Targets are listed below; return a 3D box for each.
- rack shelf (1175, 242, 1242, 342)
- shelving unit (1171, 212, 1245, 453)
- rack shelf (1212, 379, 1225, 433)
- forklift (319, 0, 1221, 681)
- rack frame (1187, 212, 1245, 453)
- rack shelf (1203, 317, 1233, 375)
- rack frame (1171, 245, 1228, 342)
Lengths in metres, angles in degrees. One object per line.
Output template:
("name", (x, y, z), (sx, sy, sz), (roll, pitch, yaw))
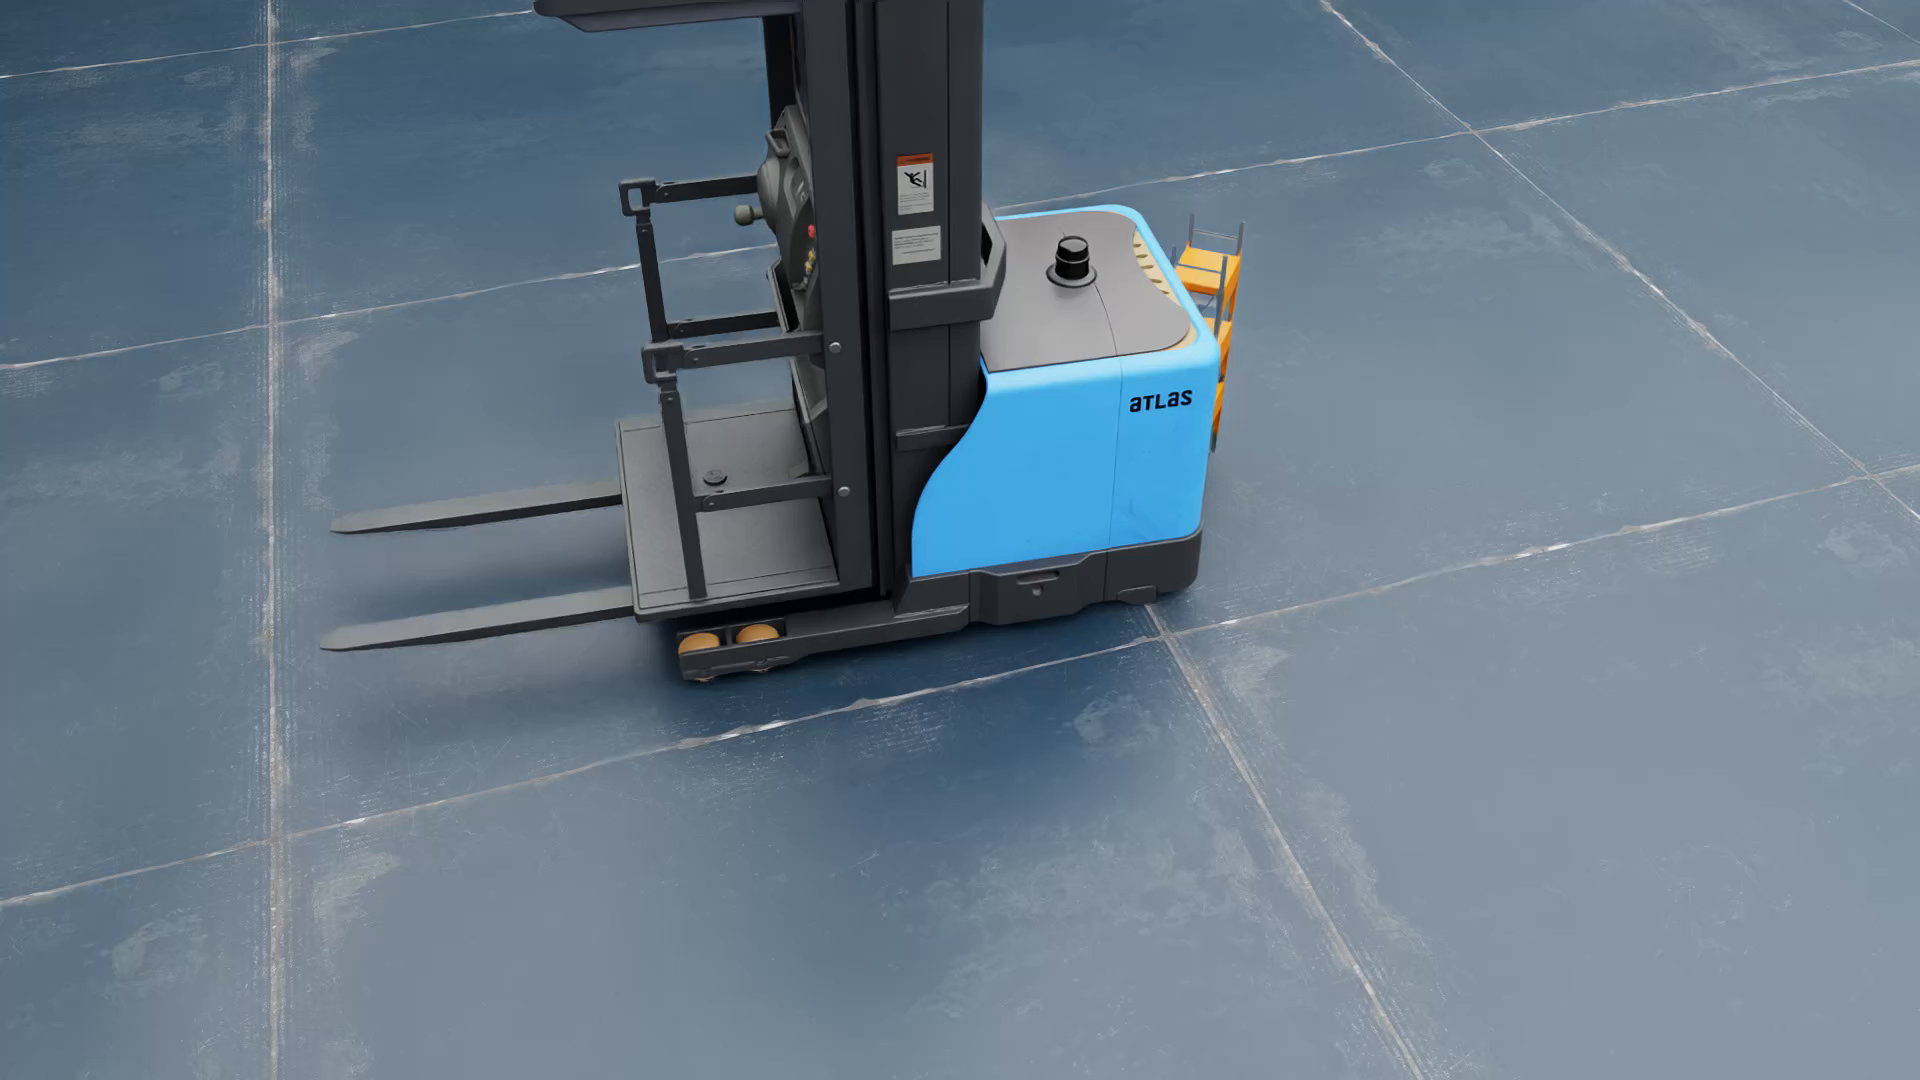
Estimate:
("rack shelf", (0.883, -0.897, 6.063), (0.215, 0.259, 0.240), (14, 43, 16))
("shelving unit", (0.883, -0.692, 6.243), (0.215, 1.050, 0.252), (14, 43, 16))
("rack shelf", (0.883, -0.475, 6.433), (0.215, 0.259, 0.240), (14, 43, 16))
("forklift", (-0.714, -1.006, 5.173), (3.031, 2.935, 1.130), (-8, 42, -9))
("rack frame", (0.927, -0.767, 6.329), (0.200, 1.050, 0.008), (14, 43, 16))
("rack shelf", (0.883, -0.684, 6.250), (0.215, 0.259, 0.240), (14, 43, 16))
("rack frame", (0.839, -0.617, 6.158), (0.200, 1.050, 0.008), (14, 43, 16))
